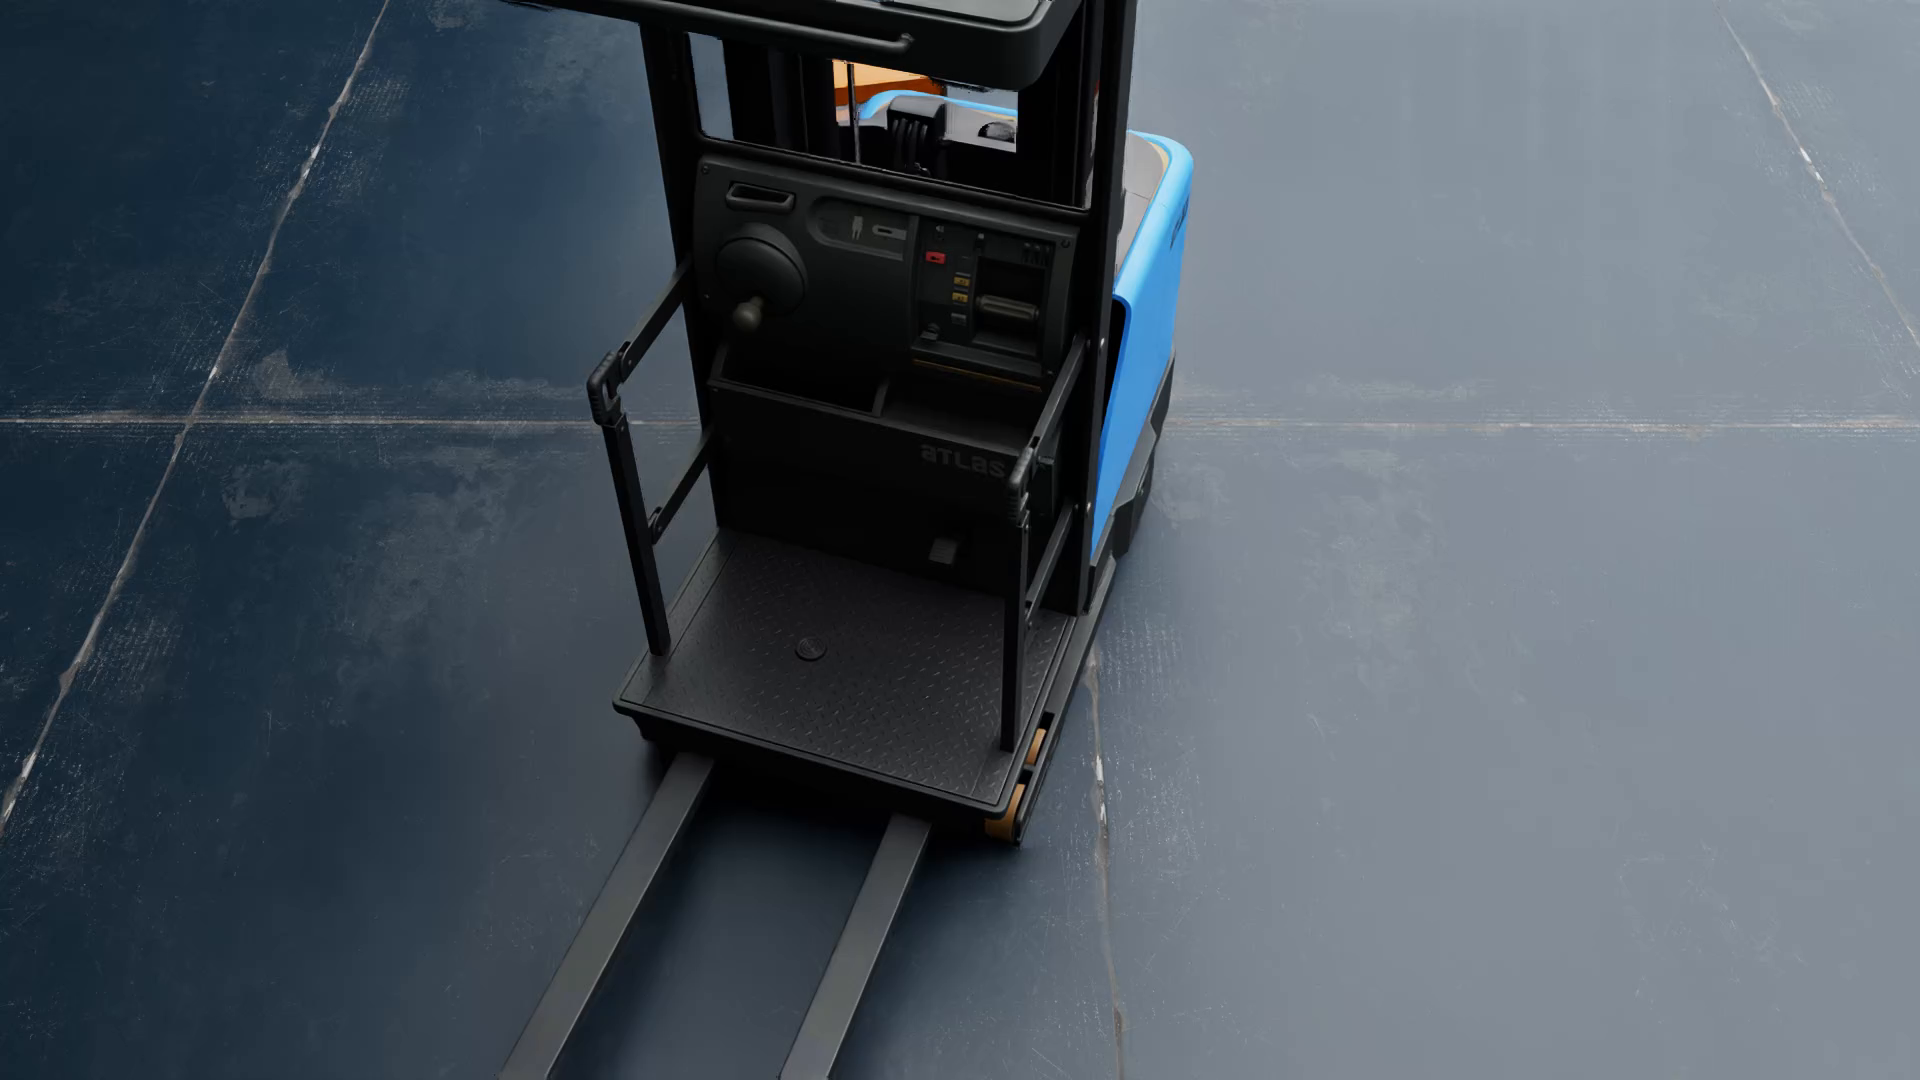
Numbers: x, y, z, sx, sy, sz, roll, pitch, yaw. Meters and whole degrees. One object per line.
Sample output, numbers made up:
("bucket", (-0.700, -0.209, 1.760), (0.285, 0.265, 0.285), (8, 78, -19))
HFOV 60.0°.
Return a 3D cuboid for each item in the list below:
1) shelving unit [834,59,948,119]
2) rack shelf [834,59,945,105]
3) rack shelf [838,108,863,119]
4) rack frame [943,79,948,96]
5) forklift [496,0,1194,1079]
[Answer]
("shelving unit", (-0.307, -1.178, 5.527), (0.503, 1.200, 0.258), (-9, 48, -8))
("rack shelf", (-0.307, -1.446, 5.239), (0.480, 0.148, 0.258), (-9, 48, -8))
("rack shelf", (-0.307, -1.285, 5.412), (0.480, 0.148, 0.258), (-9, 48, -8))
("rack frame", (-0.068, -1.214, 5.561), (0.015, 1.200, 0.240), (-9, 48, -8))
("forklift", (-0.255, -0.531, 3.742), (1.130, 2.935, 3.031), (14, 49, 13))
